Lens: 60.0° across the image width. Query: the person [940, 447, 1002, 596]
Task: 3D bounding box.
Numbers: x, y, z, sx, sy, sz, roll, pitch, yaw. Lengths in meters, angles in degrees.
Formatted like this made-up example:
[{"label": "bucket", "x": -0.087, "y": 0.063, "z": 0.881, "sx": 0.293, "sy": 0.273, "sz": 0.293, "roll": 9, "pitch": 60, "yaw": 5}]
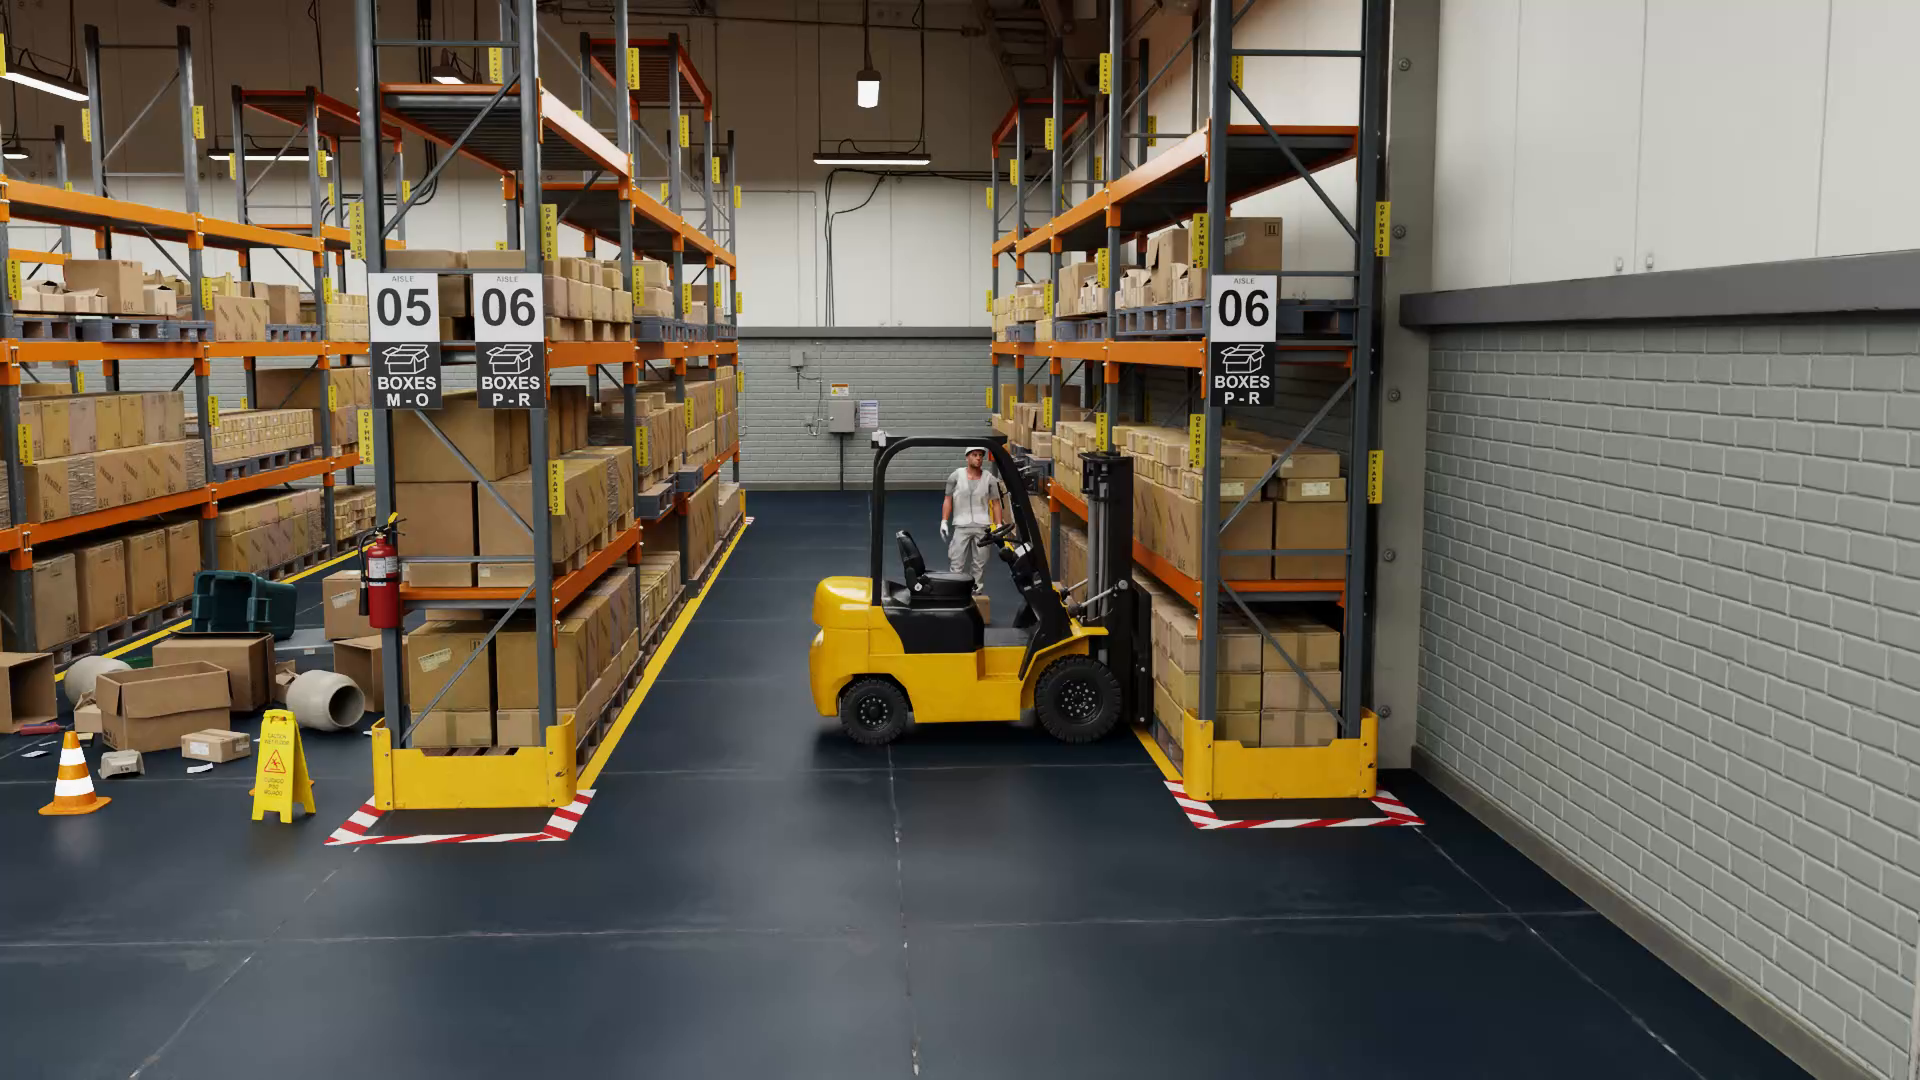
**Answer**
[{"label": "person", "x": 0.120, "y": -0.093, "z": 16.840, "sx": 0.638, "sy": 1.790, "sz": 0.561, "roll": 0, "pitch": 7, "yaw": -4}]
